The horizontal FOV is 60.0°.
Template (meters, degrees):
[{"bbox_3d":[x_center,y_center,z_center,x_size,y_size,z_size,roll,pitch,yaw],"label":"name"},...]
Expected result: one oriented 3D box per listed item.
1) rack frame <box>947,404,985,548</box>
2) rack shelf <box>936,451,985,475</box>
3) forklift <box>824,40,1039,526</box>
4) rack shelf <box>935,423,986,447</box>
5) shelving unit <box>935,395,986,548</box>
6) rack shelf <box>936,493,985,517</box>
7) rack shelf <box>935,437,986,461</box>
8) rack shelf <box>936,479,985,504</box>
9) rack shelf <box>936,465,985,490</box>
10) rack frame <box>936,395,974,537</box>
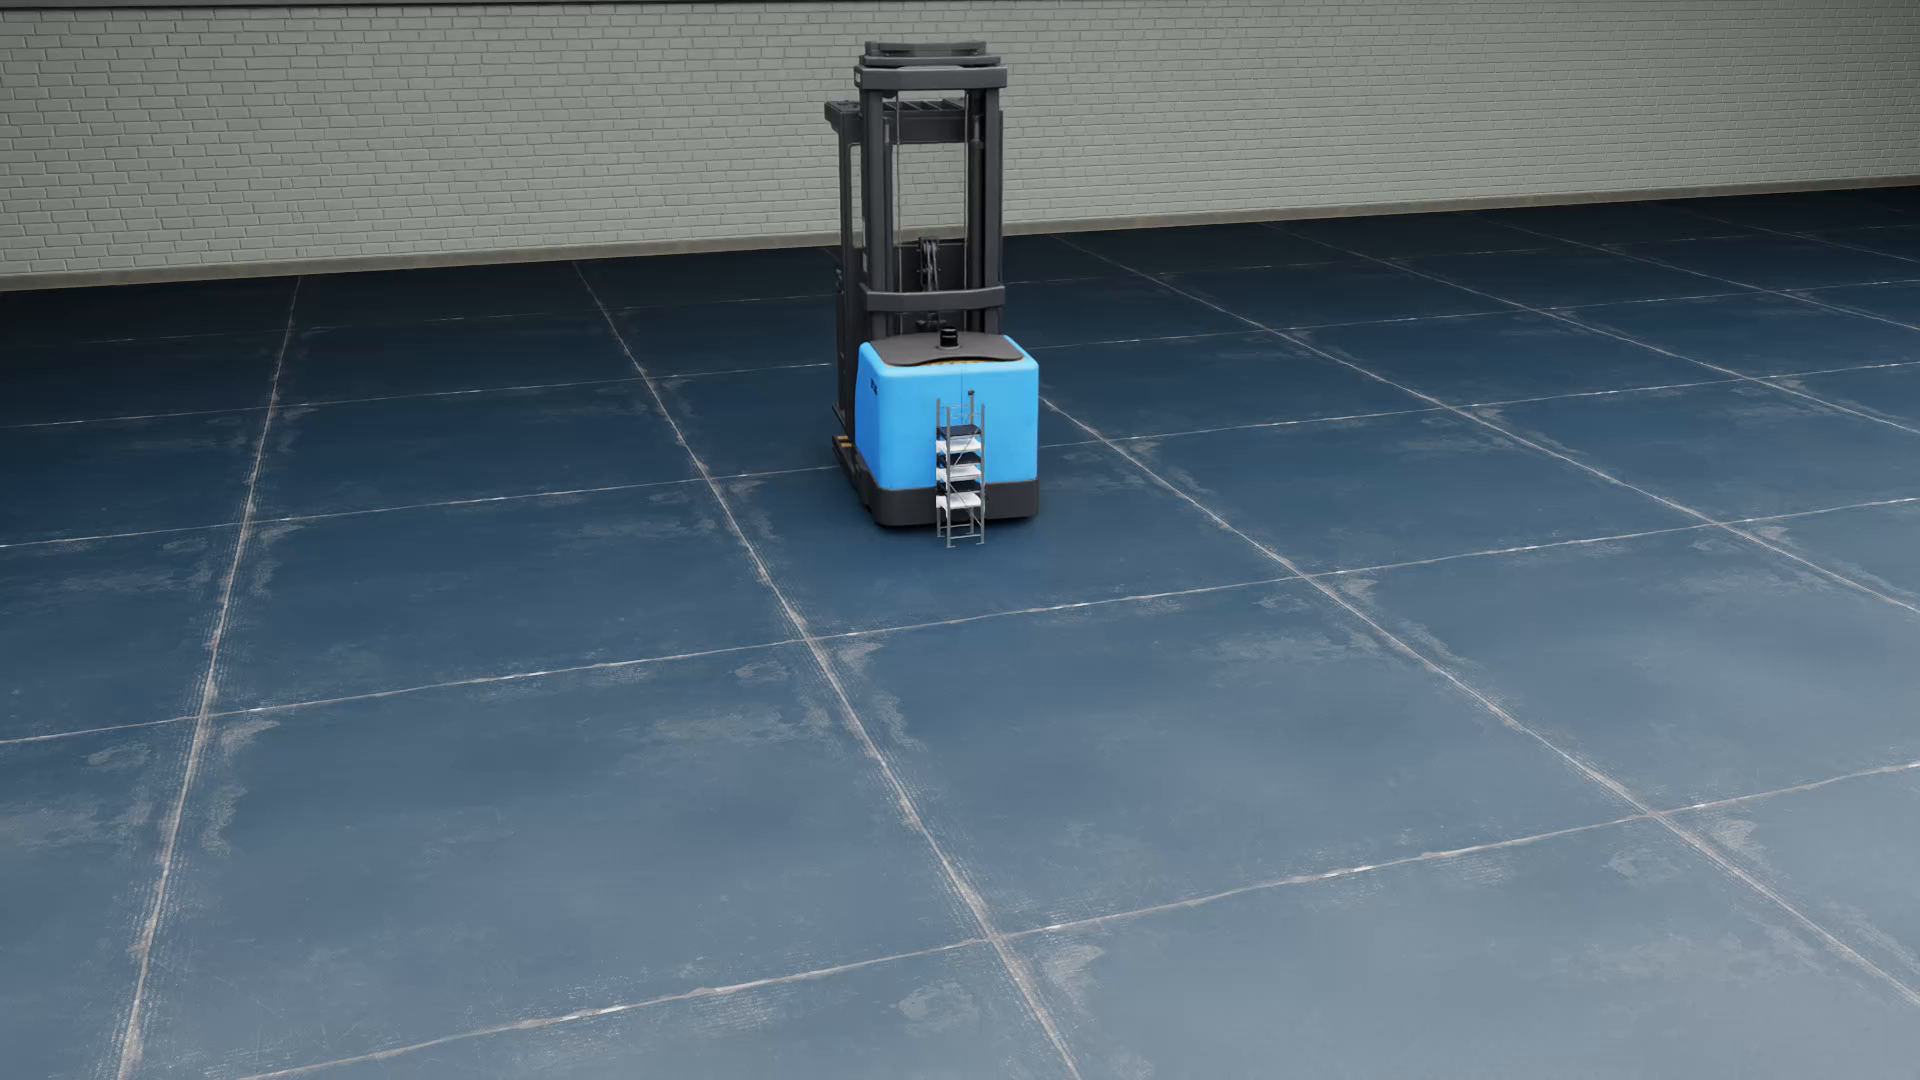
[{"bbox_3d":[0.034,-0.388,10.166,0.240,0.900,0.006,-6,21,-17],"label":"rack frame"},{"bbox_3d":[0.003,-0.474,10.238,0.258,0.077,0.200,-6,21,-17],"label":"rack shelf"},{"bbox_3d":[-0.309,-1.929,11.452,1.130,2.935,3.031,-4,20,-12],"label":"forklift"},{"bbox_3d":[0.003,-0.644,10.177,0.258,0.077,0.200,-6,21,-17],"label":"rack shelf"},{"bbox_3d":[0.003,-0.421,10.257,0.258,0.900,0.210,-6,21,-17],"label":"shelving unit"},{"bbox_3d":[0.003,-0.220,10.329,0.258,0.077,0.200,-6,21,-17],"label":"rack shelf"},{"bbox_3d":[0.003,-0.559,10.208,0.258,0.077,0.200,-6,21,-17],"label":"rack shelf"},{"bbox_3d":[0.003,-0.305,10.299,0.258,0.077,0.200,-6,21,-17],"label":"rack shelf"},{"bbox_3d":[0.003,-0.390,10.268,0.258,0.077,0.200,-6,21,-17],"label":"rack shelf"},{"bbox_3d":[-0.029,-0.454,10.348,0.240,0.900,0.006,-6,21,-17],"label":"rack frame"}]
